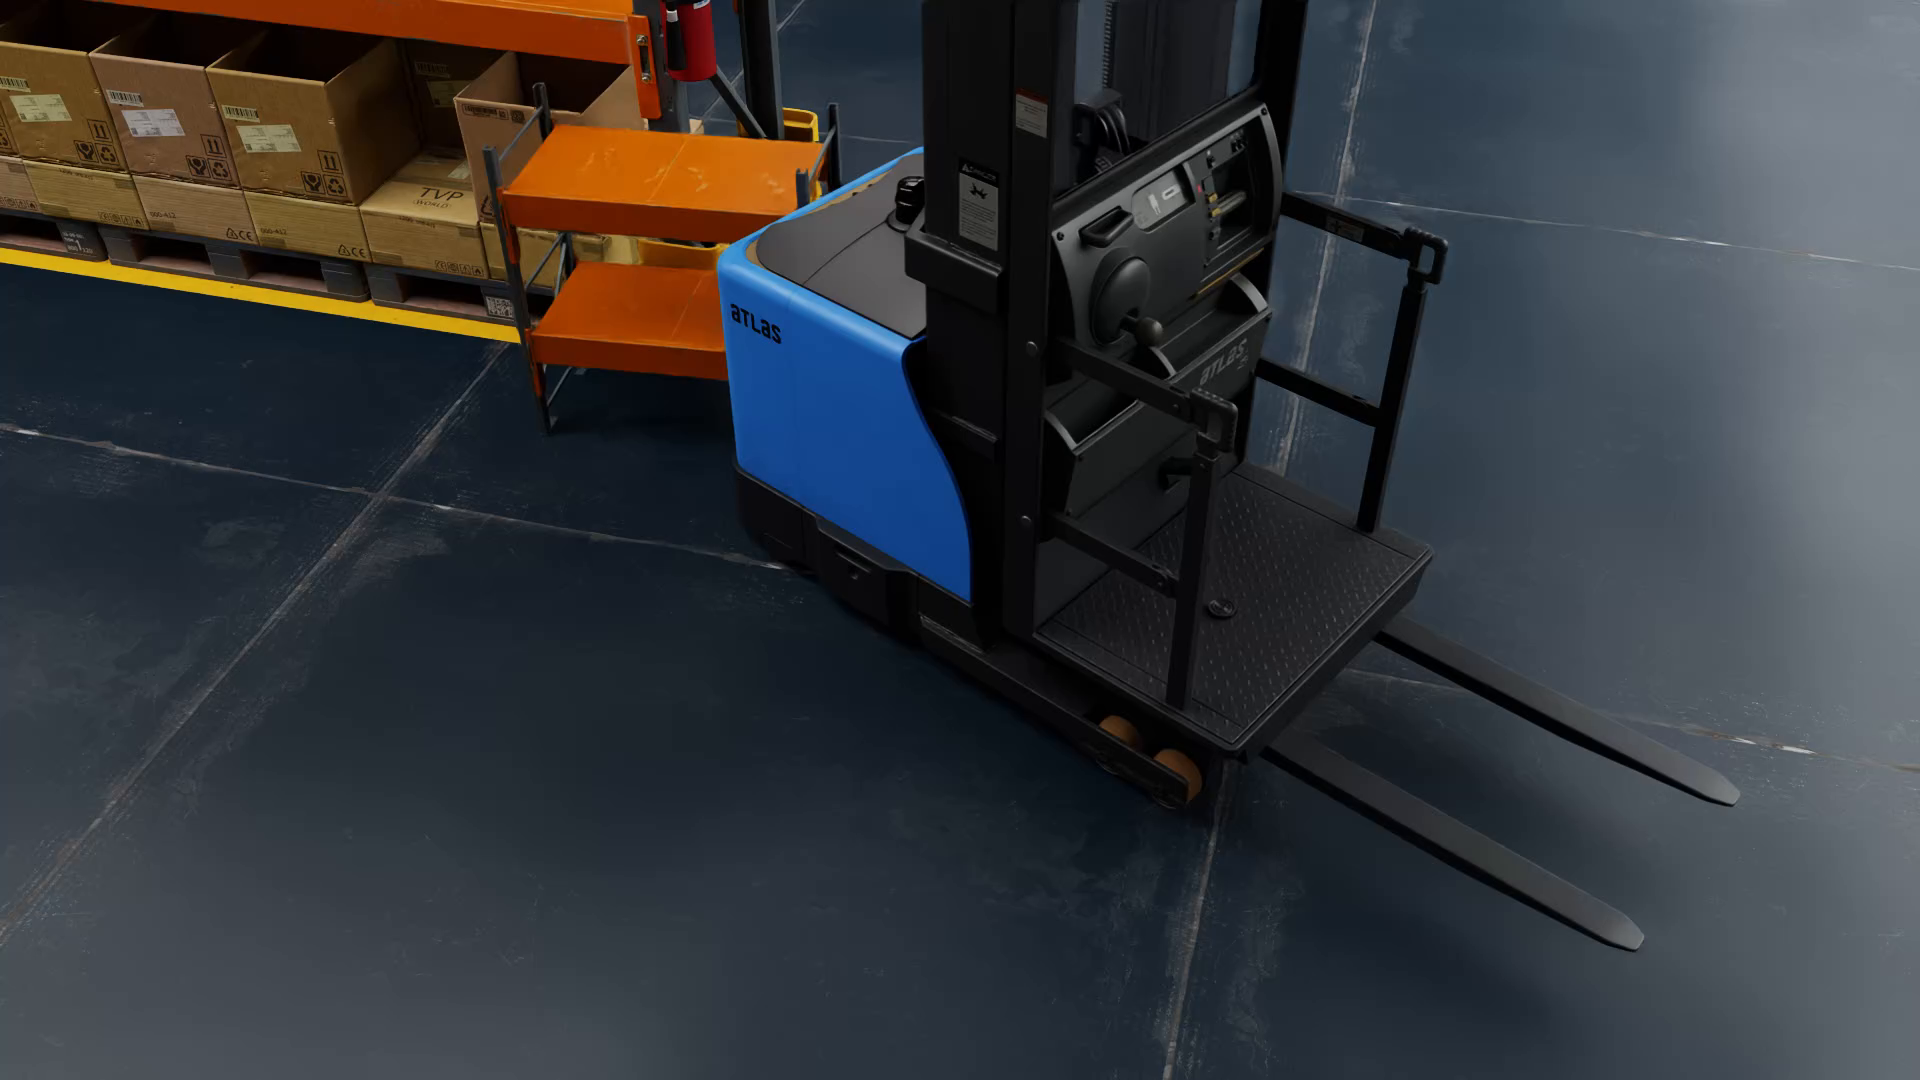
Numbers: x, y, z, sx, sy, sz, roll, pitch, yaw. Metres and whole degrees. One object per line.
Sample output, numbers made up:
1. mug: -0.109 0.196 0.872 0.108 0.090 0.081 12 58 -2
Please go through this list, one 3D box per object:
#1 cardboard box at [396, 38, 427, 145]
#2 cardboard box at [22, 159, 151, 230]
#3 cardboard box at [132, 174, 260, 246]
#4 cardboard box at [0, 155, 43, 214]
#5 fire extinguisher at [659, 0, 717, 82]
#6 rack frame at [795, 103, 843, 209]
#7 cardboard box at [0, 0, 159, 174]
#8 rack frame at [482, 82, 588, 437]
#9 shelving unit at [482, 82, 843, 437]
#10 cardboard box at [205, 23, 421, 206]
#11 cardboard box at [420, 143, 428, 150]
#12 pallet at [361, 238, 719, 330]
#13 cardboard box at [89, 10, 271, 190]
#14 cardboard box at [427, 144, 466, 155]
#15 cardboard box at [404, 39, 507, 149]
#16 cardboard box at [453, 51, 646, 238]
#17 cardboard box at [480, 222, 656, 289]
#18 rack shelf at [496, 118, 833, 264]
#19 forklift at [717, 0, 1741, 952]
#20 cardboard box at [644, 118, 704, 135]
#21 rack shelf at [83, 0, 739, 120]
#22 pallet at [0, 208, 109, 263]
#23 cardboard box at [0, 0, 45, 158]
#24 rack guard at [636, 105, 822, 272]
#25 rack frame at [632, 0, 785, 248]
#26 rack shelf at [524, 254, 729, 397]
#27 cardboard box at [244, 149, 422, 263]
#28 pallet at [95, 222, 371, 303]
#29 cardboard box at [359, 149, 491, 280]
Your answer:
1. cardboard box: -2.342 -1.980 6.798 0.500 0.500 0.500 10 41 11
2. cardboard box: -3.443 -1.536 6.851 0.500 0.250 0.500 10 41 11
3. cardboard box: -2.958 -1.456 6.757 0.500 0.250 0.500 10 41 11
4. cardboard box: -3.924 -1.622 6.954 0.500 0.250 0.500 10 41 11
5. fire extinguisher: -0.917 -1.863 5.490 0.183 0.674 0.296 10 41 11
6. rack frame: -0.457 -0.861 5.695 0.032 1.125 0.500 6 40 7
7. cardboard box: -3.442 -1.823 6.611 0.500 0.500 0.500 10 41 11
8. rack frame: -1.461 -0.963 5.816 0.032 1.125 0.500 6 40 7
9. shelving unit: -0.959 -0.912 5.755 1.048 1.125 0.538 6 40 7
10. cardboard box: -2.476 -1.657 6.413 0.500 0.500 0.500 10 41 11
11. cardboard box: -2.339 -1.700 7.048 0.500 0.250 0.500 10 41 11
12. pallet: -1.661 -1.234 6.849 1.213 0.211 1.003 10 41 11
13. cardboard box: -2.959 -1.741 6.513 0.500 0.500 0.500 10 41 11
14. cardboard box: -1.856 -1.617 6.948 0.500 0.250 0.500 10 41 11
15. cardboard box: -1.856 -1.905 6.708 0.500 0.500 0.500 10 41 11
16. cardboard box: -1.506 -1.500 6.226 0.500 0.500 0.500 10 41 11
17. cardboard box: -1.506 -1.214 6.469 0.500 0.250 0.500 10 41 11
18. rack shelf: -0.959 -1.136 5.567 1.000 0.278 0.538 6 40 7
19. forklift: 0.707 -0.758 4.168 3.031 2.935 1.130 29 48 30
20. cardboard box: -1.372 -1.536 6.852 0.500 0.250 0.500 10 41 11
21. rack shelf: -2.844 -2.258 6.459 4.000 0.370 1.077 10 41 11
22. pallet: -4.018 -1.640 7.332 1.213 0.211 1.003 10 41 11
23. cardboard box: -3.923 -1.911 6.715 0.500 0.500 0.500 10 41 11
24. rack guard: -0.888 -1.240 6.631 0.348 0.500 1.175 10 41 11
25. rack frame: -0.911 -2.201 5.832 0.127 3.000 1.000 10 41 11
26. rack shelf: -0.959 -0.725 5.913 1.000 0.278 0.538 6 40 7
27. cardboard box: -2.475 -1.372 6.657 0.500 0.250 0.500 10 41 11
28. pallet: -2.836 -1.438 7.092 1.213 0.211 1.003 10 41 11
29. cardboard box: -1.992 -1.290 6.559 0.500 0.250 0.500 10 41 11
